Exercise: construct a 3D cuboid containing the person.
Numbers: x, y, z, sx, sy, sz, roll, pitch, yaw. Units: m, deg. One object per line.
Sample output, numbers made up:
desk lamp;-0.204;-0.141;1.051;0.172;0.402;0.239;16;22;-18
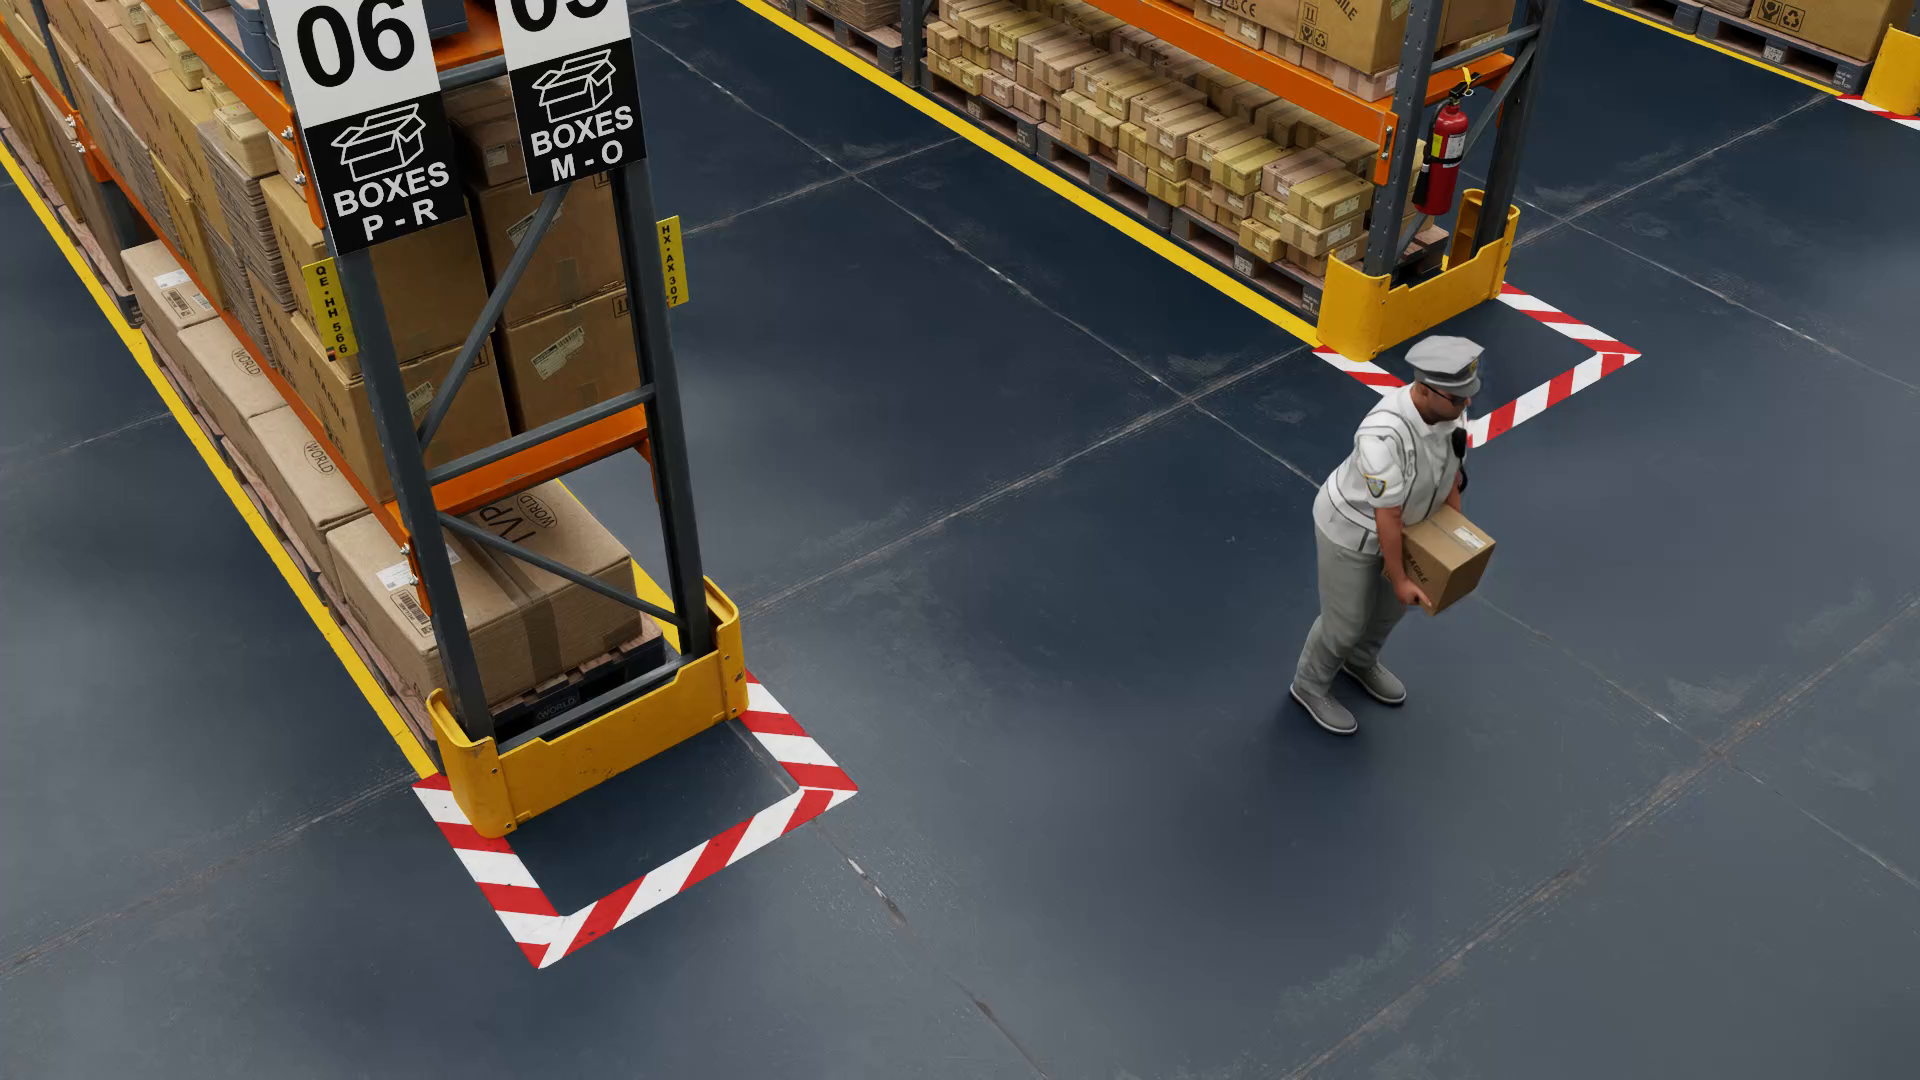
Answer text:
person;1.617;-0.008;6.176;0.483;1.741;0.597;-27;47;-28
